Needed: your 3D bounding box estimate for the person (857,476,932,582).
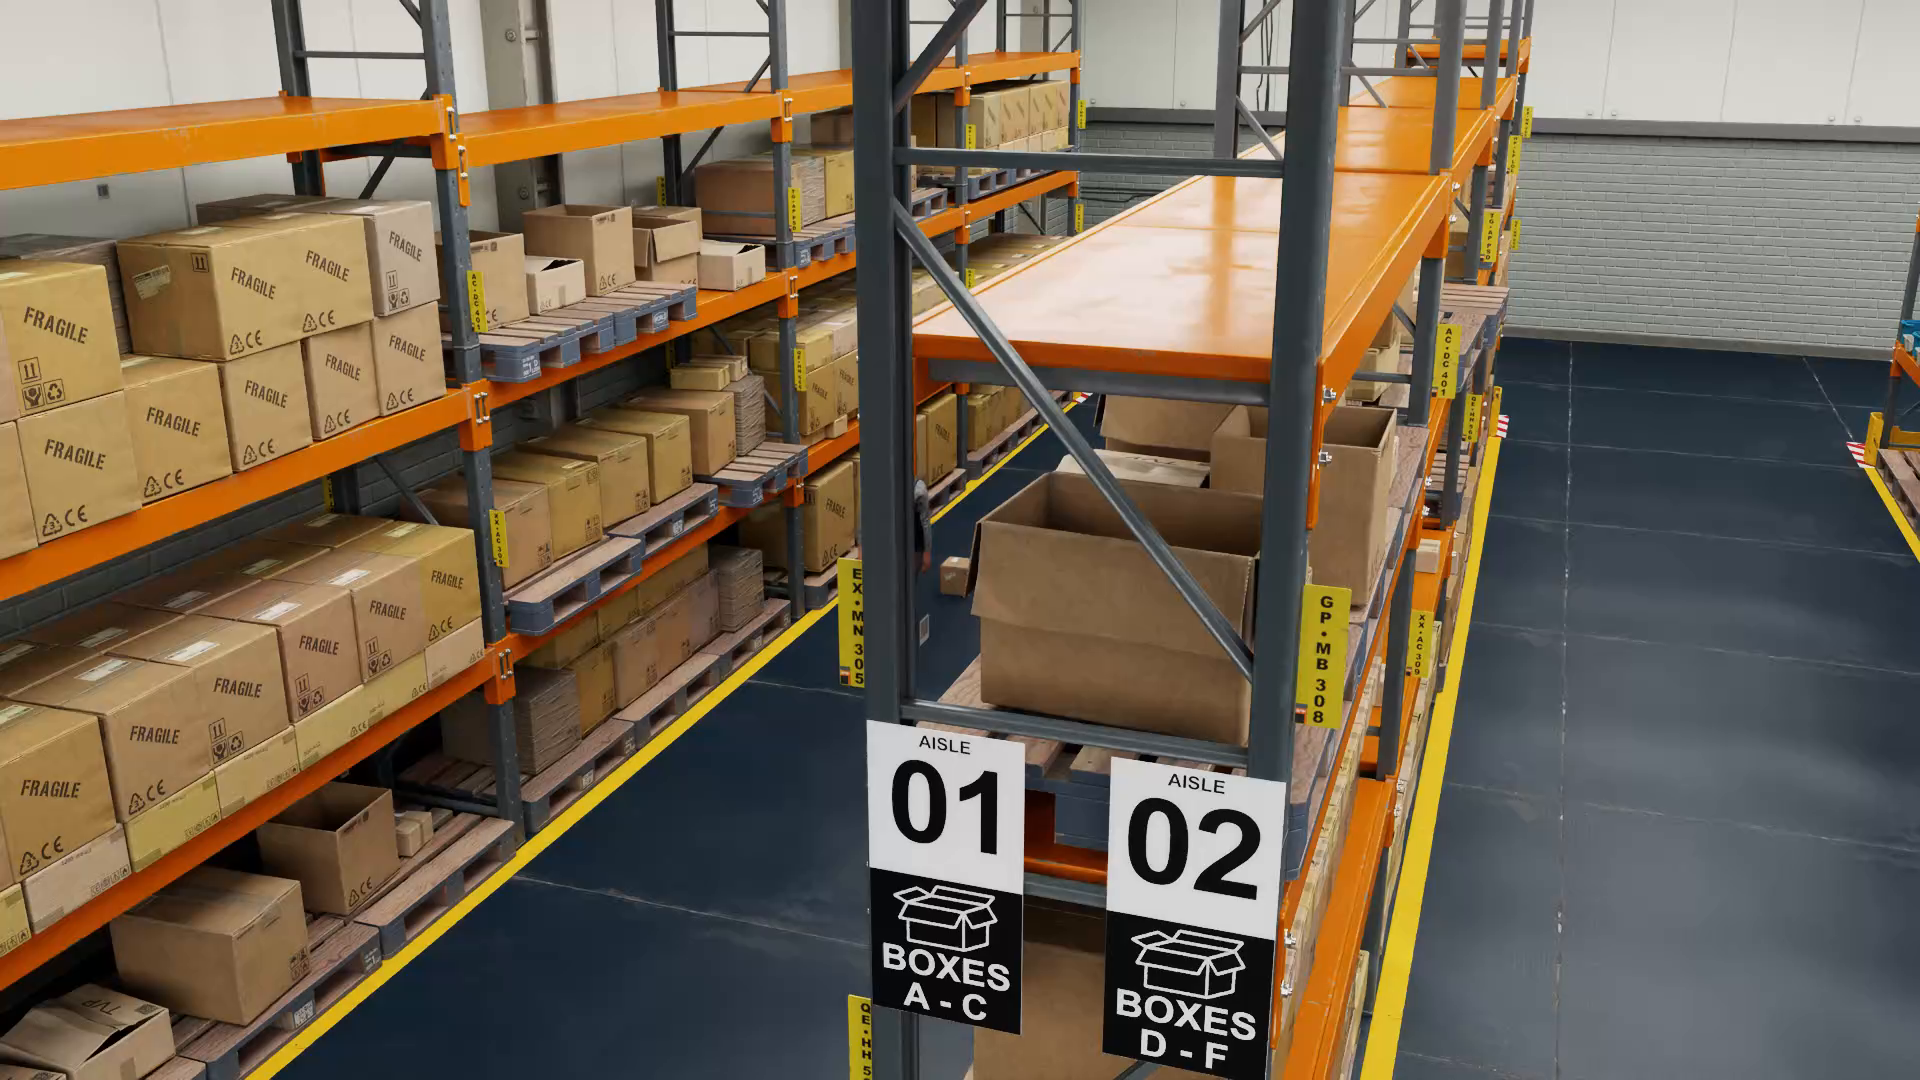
[{"bbox_3d":[-0.465,0.136,12.396,0.549,1.442,0.654,7,20,20],"label":"person"}]
